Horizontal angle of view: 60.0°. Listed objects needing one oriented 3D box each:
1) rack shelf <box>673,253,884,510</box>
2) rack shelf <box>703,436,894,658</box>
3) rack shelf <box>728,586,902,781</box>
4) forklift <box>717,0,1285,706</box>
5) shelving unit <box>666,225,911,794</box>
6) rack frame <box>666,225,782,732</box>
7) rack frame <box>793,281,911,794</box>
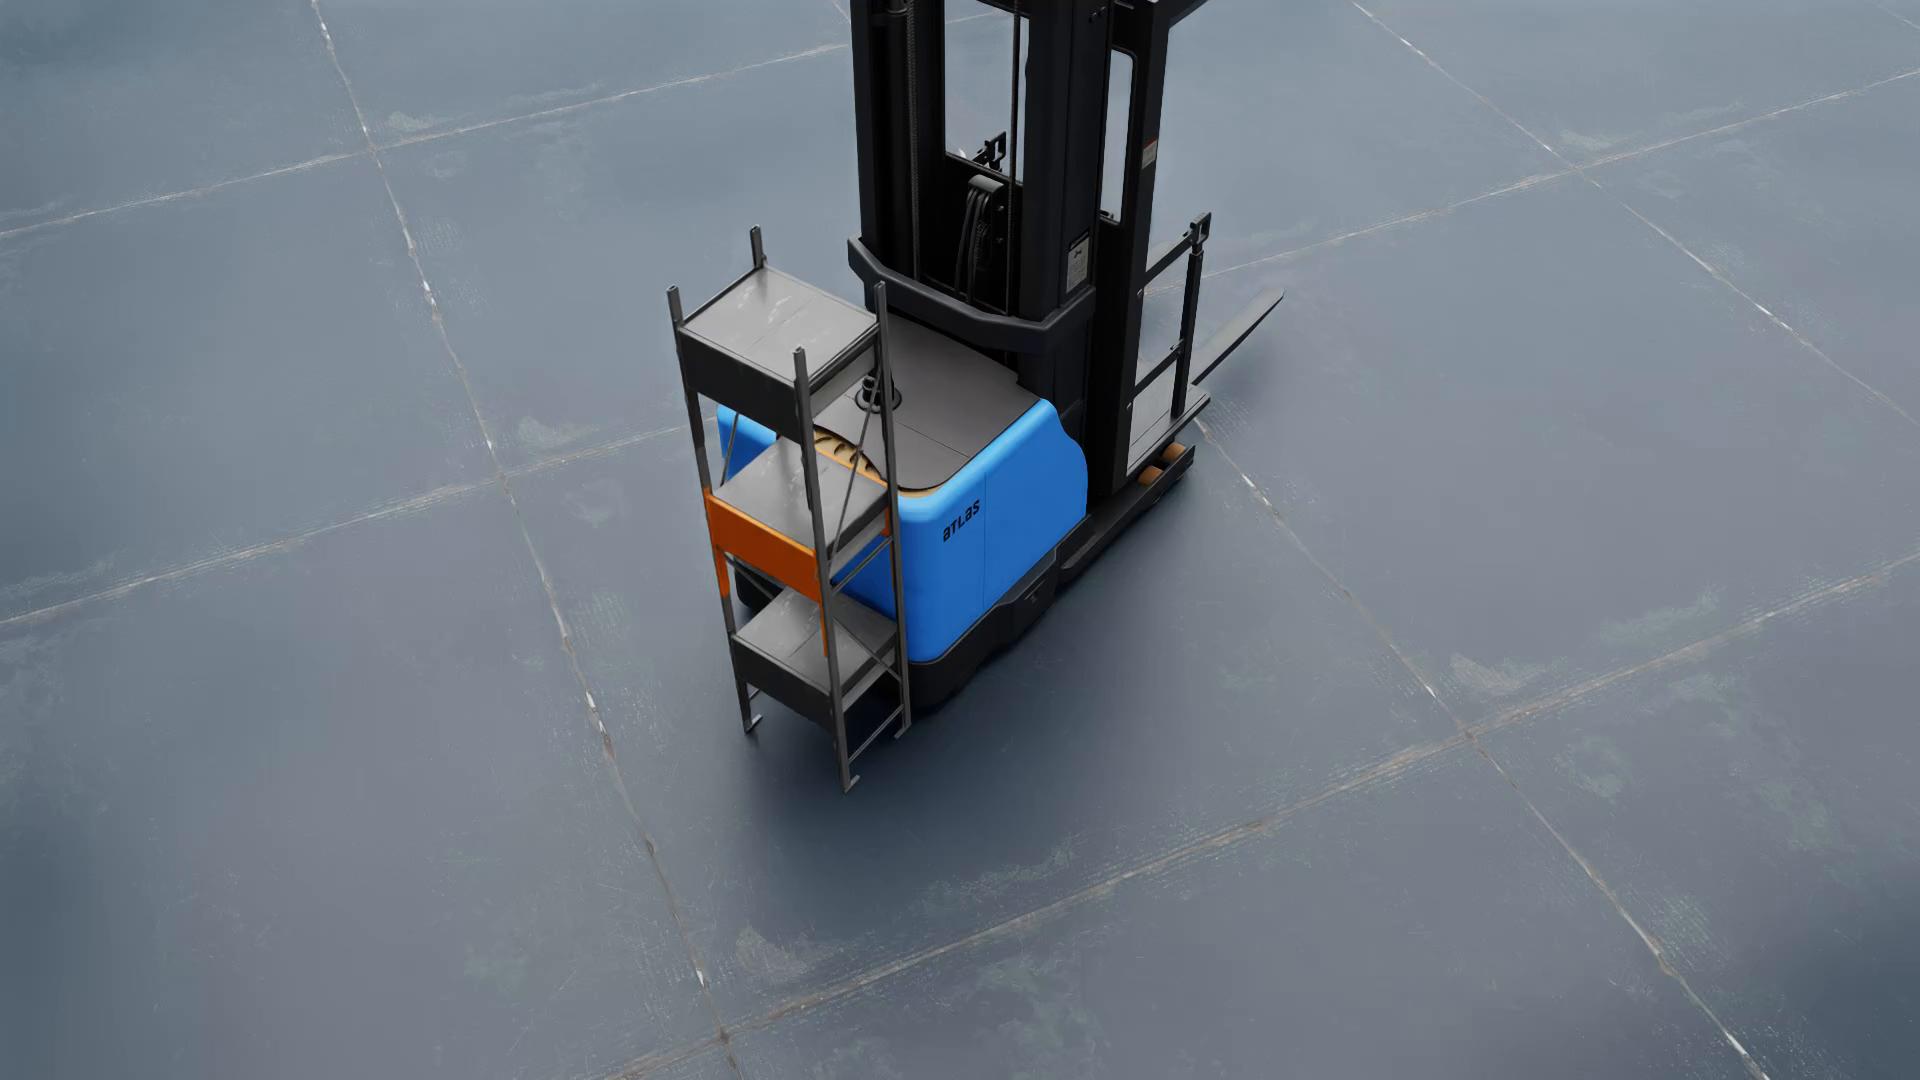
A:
[{"bbox_3d":[-0.534,-0.491,5.137,0.480,0.518,0.431,28,52,25],"label":"rack shelf"},{"bbox_3d":[-0.524,-0.003,5.638,0.480,0.518,0.431,28,52,25],"label":"rack shelf"},{"bbox_3d":[-0.513,0.485,6.140,0.480,0.518,0.431,28,52,25],"label":"rack shelf"},{"bbox_3d":[0.383,-1.393,6.444,1.130,2.935,3.031,28,51,26],"label":"forklift"},{"bbox_3d":[-0.524,-0.013,5.628,0.503,2.100,0.431,28,52,25],"label":"shelving unit"},{"bbox_3d":[-0.720,-0.115,5.732,0.015,2.100,0.400,28,52,25],"label":"rack frame"},{"bbox_3d":[-0.328,0.090,5.525,0.015,2.100,0.400,28,52,25],"label":"rack frame"}]
